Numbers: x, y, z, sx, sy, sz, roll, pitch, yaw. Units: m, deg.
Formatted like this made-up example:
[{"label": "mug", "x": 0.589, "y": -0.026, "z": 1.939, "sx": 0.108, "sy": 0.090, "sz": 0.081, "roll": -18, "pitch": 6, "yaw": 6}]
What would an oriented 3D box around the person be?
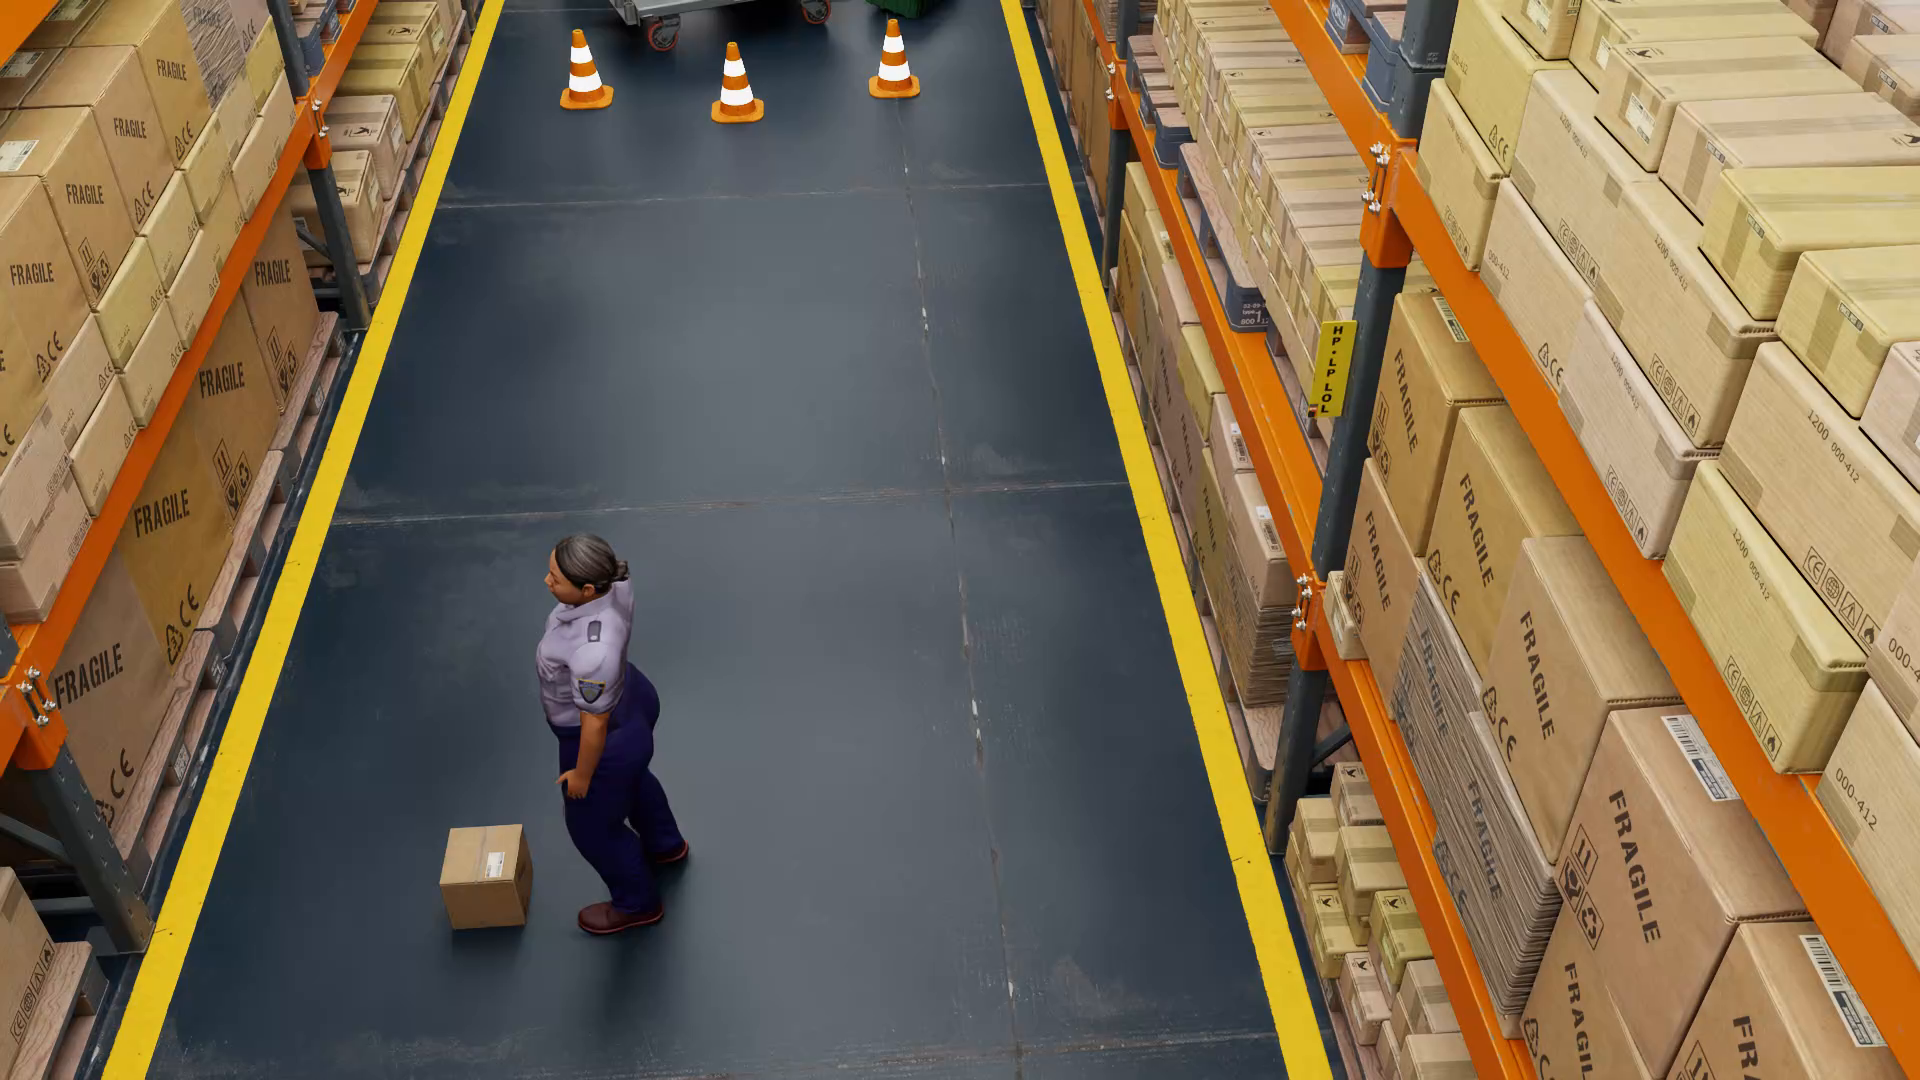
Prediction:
[{"label": "person", "x": -1.160, "y": 0.641, "z": 5.423, "sx": 0.370, "sy": 1.678, "sz": 0.475, "roll": -2, "pitch": 39, "yaw": -3}]
